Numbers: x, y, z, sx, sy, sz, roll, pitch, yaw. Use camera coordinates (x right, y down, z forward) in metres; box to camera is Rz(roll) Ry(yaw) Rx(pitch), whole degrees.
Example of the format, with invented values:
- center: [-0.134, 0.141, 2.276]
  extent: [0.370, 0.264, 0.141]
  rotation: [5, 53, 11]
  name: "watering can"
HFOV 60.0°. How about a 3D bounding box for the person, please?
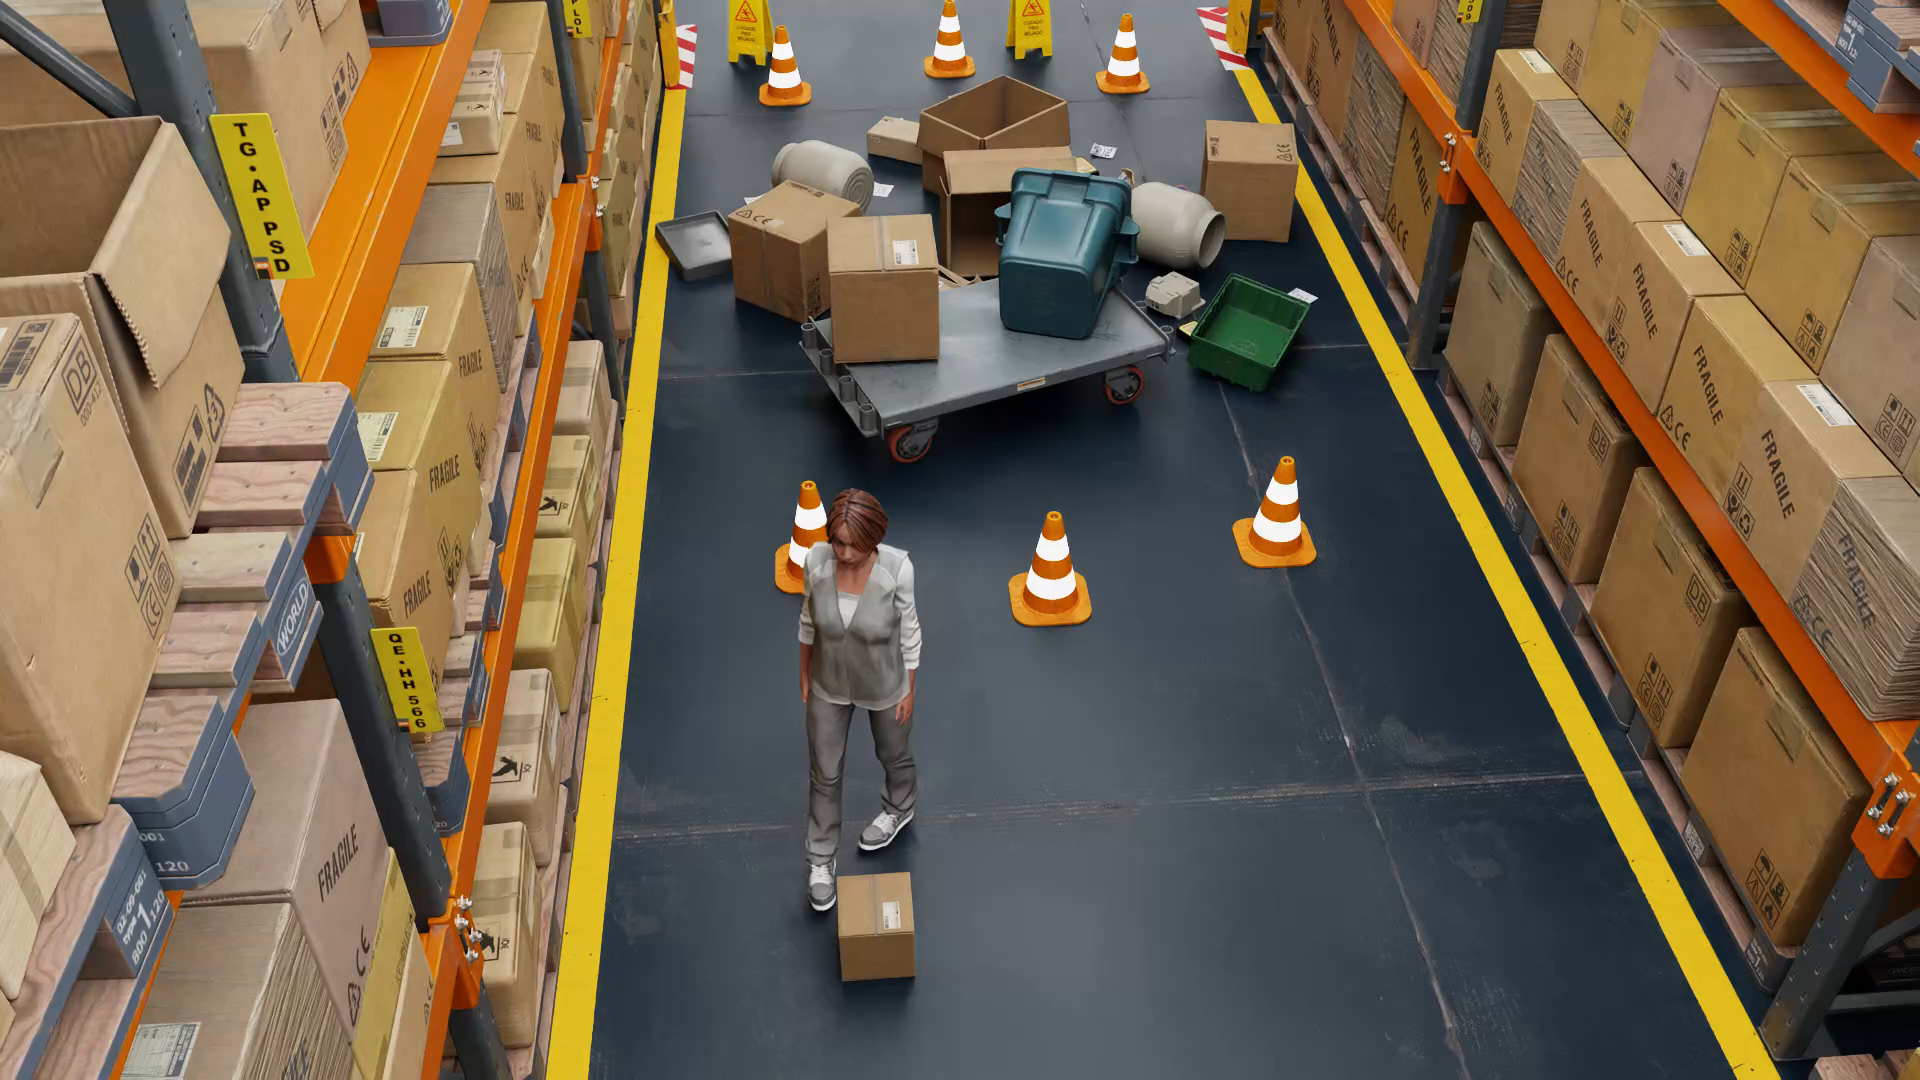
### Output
- center: [-0.351, 0.538, 5.509]
  extent: [0.425, 1.598, 0.574]
  rotation: [6, 40, 7]
  name: "person"
